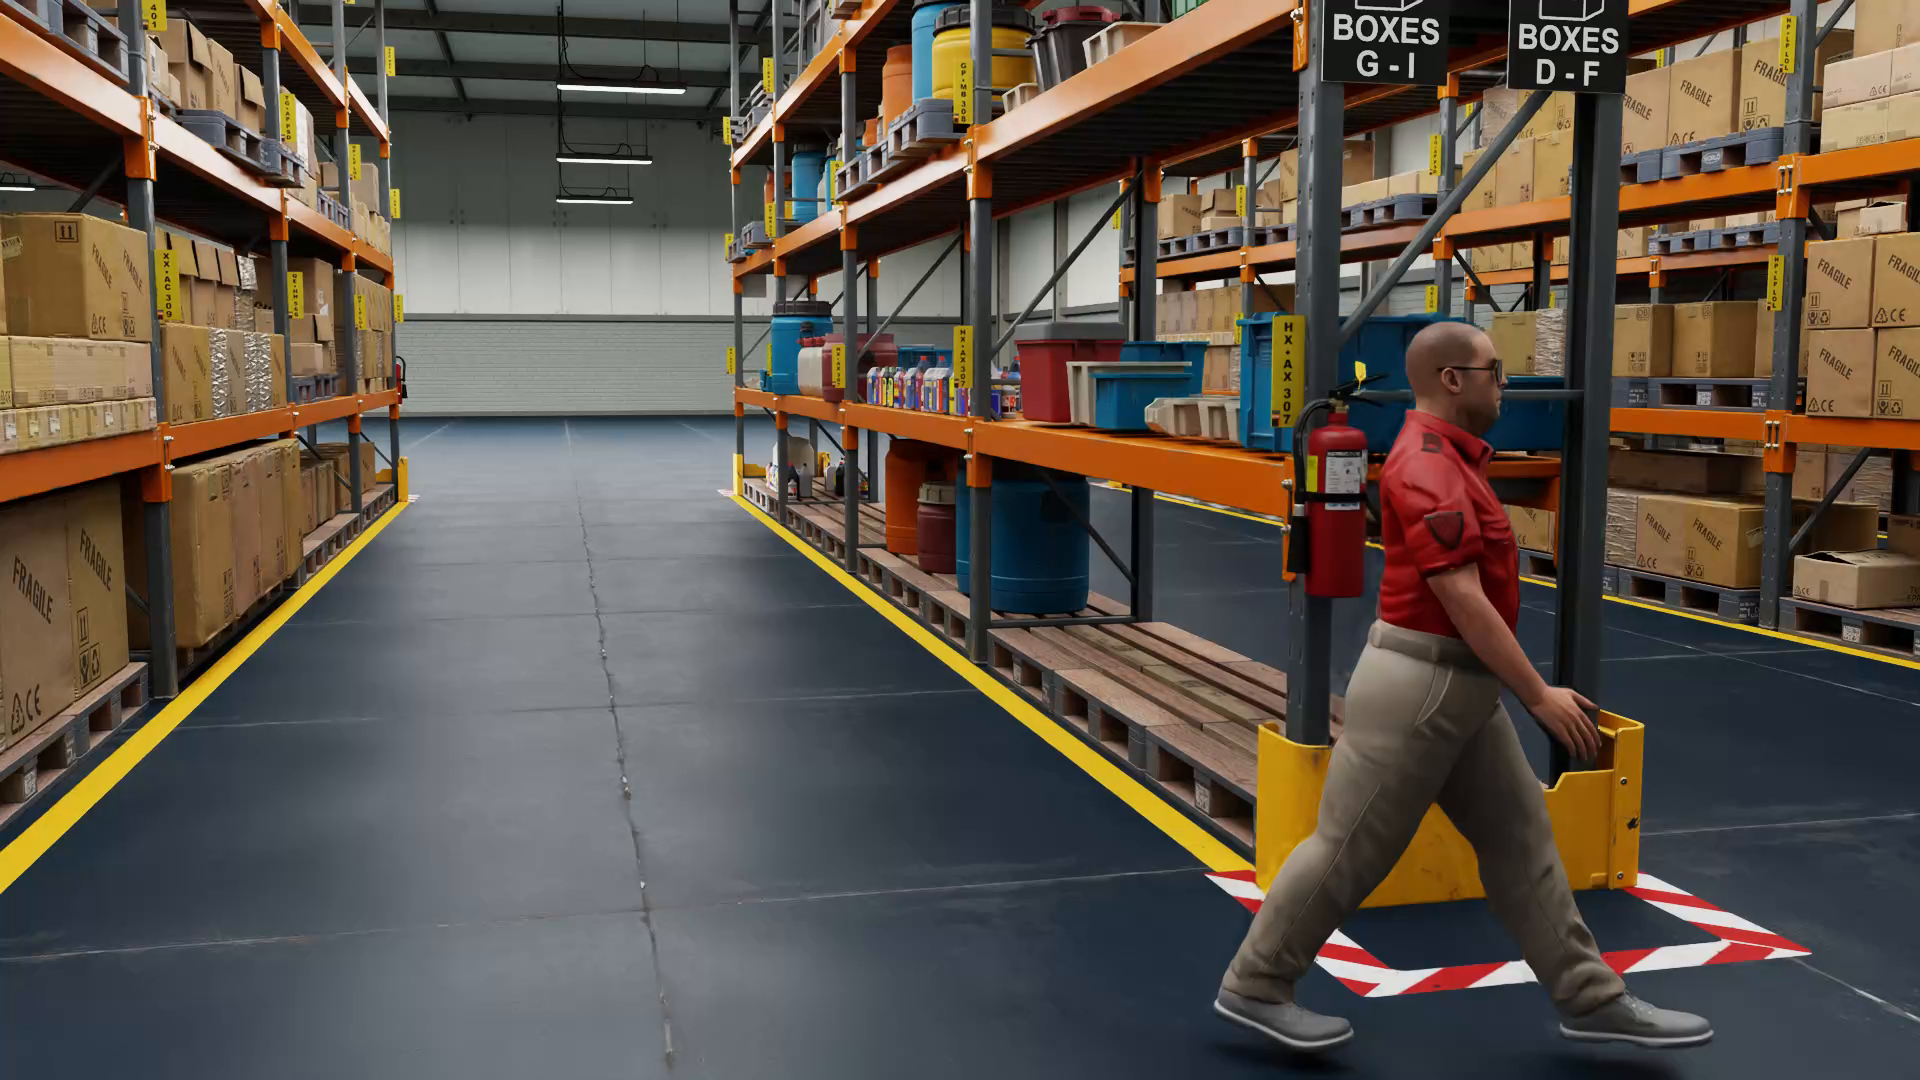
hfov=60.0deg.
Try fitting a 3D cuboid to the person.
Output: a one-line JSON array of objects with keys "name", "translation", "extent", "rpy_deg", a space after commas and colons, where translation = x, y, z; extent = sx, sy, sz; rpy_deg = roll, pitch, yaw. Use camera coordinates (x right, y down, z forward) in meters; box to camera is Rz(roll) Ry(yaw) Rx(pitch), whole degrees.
[{"name": "person", "translation": [1.152, 0.340, 3.763], "extent": [1.093, 1.657, 0.571], "rpy_deg": [2, 6, 21]}]
